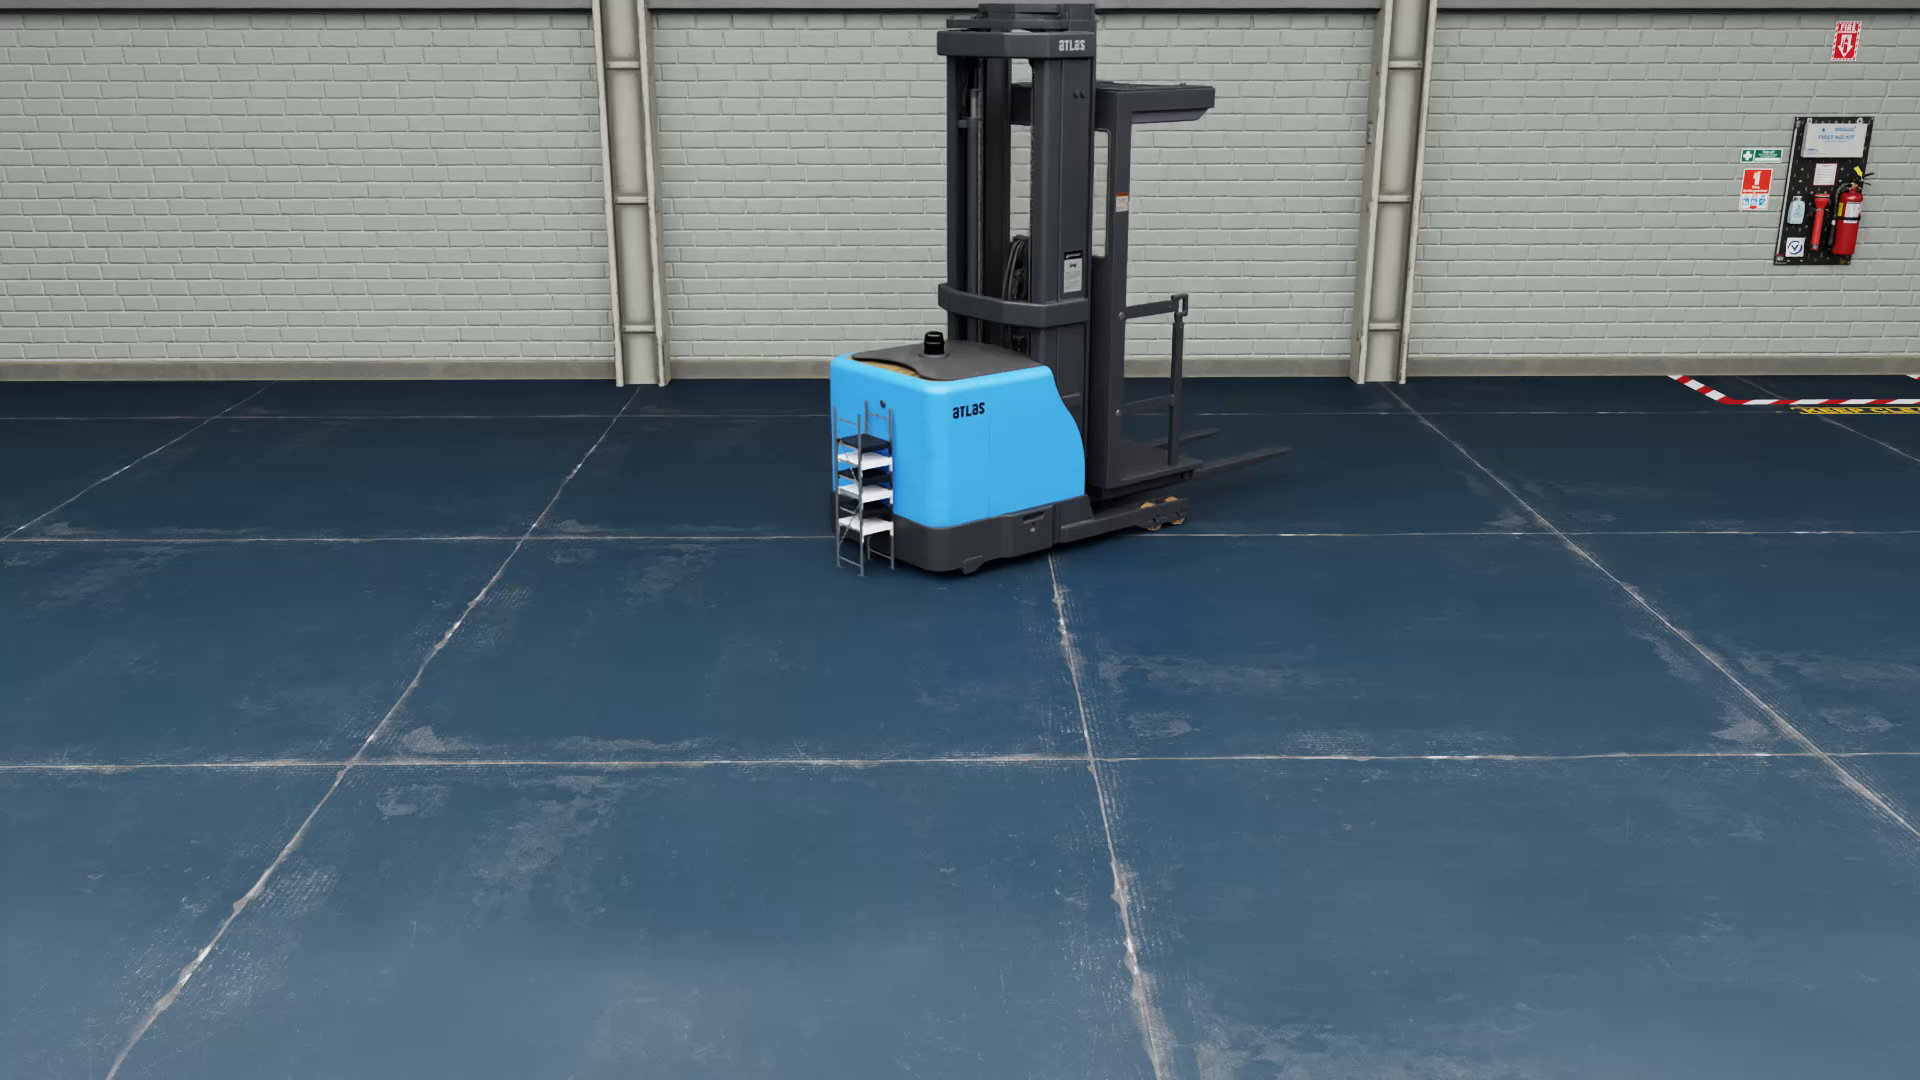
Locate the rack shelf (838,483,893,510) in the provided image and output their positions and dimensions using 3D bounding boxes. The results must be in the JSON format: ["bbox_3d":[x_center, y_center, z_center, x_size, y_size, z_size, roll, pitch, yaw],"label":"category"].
[{"bbox_3d":[-0.515,-0.241,8.935,0.200,0.077,0.258,-14,22,-36],"label":"rack shelf"}]

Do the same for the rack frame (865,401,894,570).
[{"bbox_3d":[-0.436,-0.292,8.985,0.006,0.900,0.240,-14,22,-36],"label":"rack frame"}]

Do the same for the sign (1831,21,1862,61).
[{"bbox_3d":[6.941,-3.908,13.023,0.199,0.298,0.001,0,18,-1],"label":"sign"}]

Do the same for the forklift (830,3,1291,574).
[{"bbox_3d":[0.731,-1.559,9.609,3.031,2.935,1.130,-14,22,-36],"label":"forklift"}]

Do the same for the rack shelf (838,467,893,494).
[{"bbox_3d":[-0.515,-0.327,8.908,0.200,0.077,0.258,-14,22,-36],"label":"rack shelf"}]

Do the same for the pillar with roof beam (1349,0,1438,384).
[{"bbox_3d":[3.490,-4.286,8.178,0.400,9.000,9.100,0,18,-1],"label":"pillar with roof beam"}]

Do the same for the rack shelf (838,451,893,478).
[{"bbox_3d":[-0.515,-0.413,8.880,0.200,0.077,0.258,-14,22,-36],"label":"rack shelf"}]

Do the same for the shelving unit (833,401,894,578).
[{"bbox_3d":[-0.515,-0.273,8.925,0.210,0.900,0.258,-14,22,-36],"label":"shelving unit"}]

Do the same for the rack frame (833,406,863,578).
[{"bbox_3d":[-0.595,-0.254,8.865,0.006,0.900,0.240,-14,22,-36],"label":"rack frame"}]

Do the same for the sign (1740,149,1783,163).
[{"bbox_3d":[6.400,-3.069,13.277,0.331,0.109,0.001,0,18,-1],"label":"sign"}]

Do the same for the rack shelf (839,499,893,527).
[{"bbox_3d":[-0.515,-0.155,8.963,0.200,0.077,0.258,-14,22,-36],"label":"rack shelf"}]

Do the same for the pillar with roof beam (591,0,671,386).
[{"bbox_3d":[-2.509,-4.258,8.088,0.400,9.000,9.100,0,18,-1],"label":"pillar with roof beam"}]

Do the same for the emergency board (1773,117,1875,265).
[{"bbox_3d":[6.950,-2.773,13.282,0.643,1.169,0.194,0,18,-1],"label":"emergency board"}]

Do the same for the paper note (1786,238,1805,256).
[{"bbox_3d":[6.772,-2.374,13.480,0.142,0.148,0.016,0,18,-1],"label":"paper note"}]

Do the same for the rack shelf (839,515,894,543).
[{"bbox_3d":[-0.515,-0.070,8.990,0.200,0.077,0.258,-14,22,-36],"label":"rack shelf"}]

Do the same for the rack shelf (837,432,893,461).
[{"bbox_3d":[-0.515,-0.498,8.853,0.200,0.077,0.258,-14,22,-36],"label":"rack shelf"}]

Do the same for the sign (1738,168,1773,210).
[{"bbox_3d":[6.396,-2.819,13.367,0.234,0.329,0.001,0,18,-1],"label":"sign"}]
